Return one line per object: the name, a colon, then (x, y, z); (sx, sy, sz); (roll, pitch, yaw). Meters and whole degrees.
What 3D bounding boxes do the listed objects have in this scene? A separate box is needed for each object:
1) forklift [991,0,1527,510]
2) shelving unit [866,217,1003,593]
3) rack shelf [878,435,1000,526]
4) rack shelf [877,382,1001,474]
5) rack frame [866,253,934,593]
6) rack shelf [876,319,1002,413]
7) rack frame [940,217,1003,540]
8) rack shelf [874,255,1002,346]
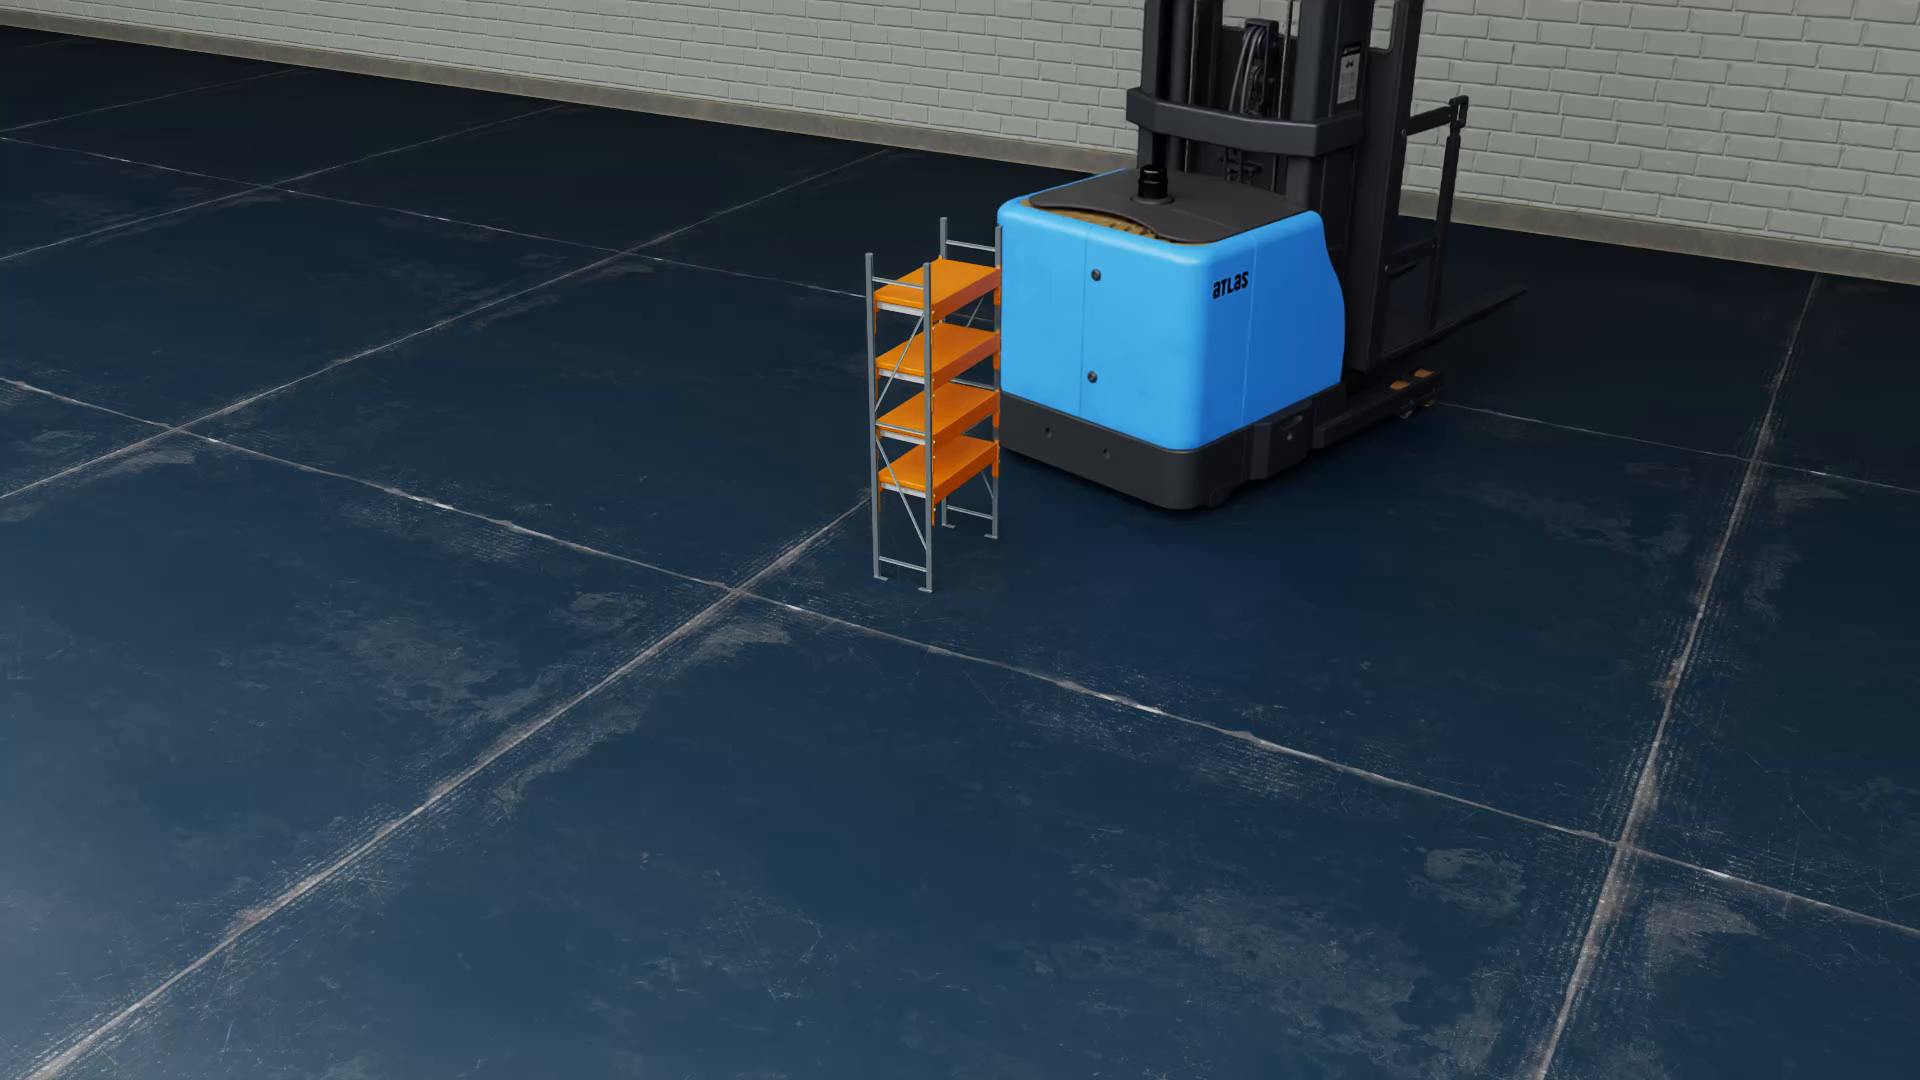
forklift: (1.522, -1.989, 6.949); (1.130, 2.935, 3.031); (24, 35, 39)
shelving unit: (-0.081, -0.472, 5.853); (0.258, 1.200, 0.503); (14, 30, 26)
rack shelf: (-0.081, -0.234, 5.972); (0.258, 0.148, 0.480); (14, 30, 26)
rack shelf: (-0.081, -0.412, 5.883); (0.258, 0.148, 0.480); (14, 30, 26)
rack frame: (-0.201, -0.377, 5.663); (0.240, 1.200, 0.015); (14, 30, 26)
rack shelf: (-0.081, -0.612, 5.783); (0.258, 0.148, 0.480); (14, 30, 26)
rack frame: (0.039, -0.567, 6.043); (0.240, 1.200, 0.015); (14, 30, 26)
rack shelf: (-0.081, -0.823, 5.677); (0.258, 0.148, 0.480); (14, 30, 26)
